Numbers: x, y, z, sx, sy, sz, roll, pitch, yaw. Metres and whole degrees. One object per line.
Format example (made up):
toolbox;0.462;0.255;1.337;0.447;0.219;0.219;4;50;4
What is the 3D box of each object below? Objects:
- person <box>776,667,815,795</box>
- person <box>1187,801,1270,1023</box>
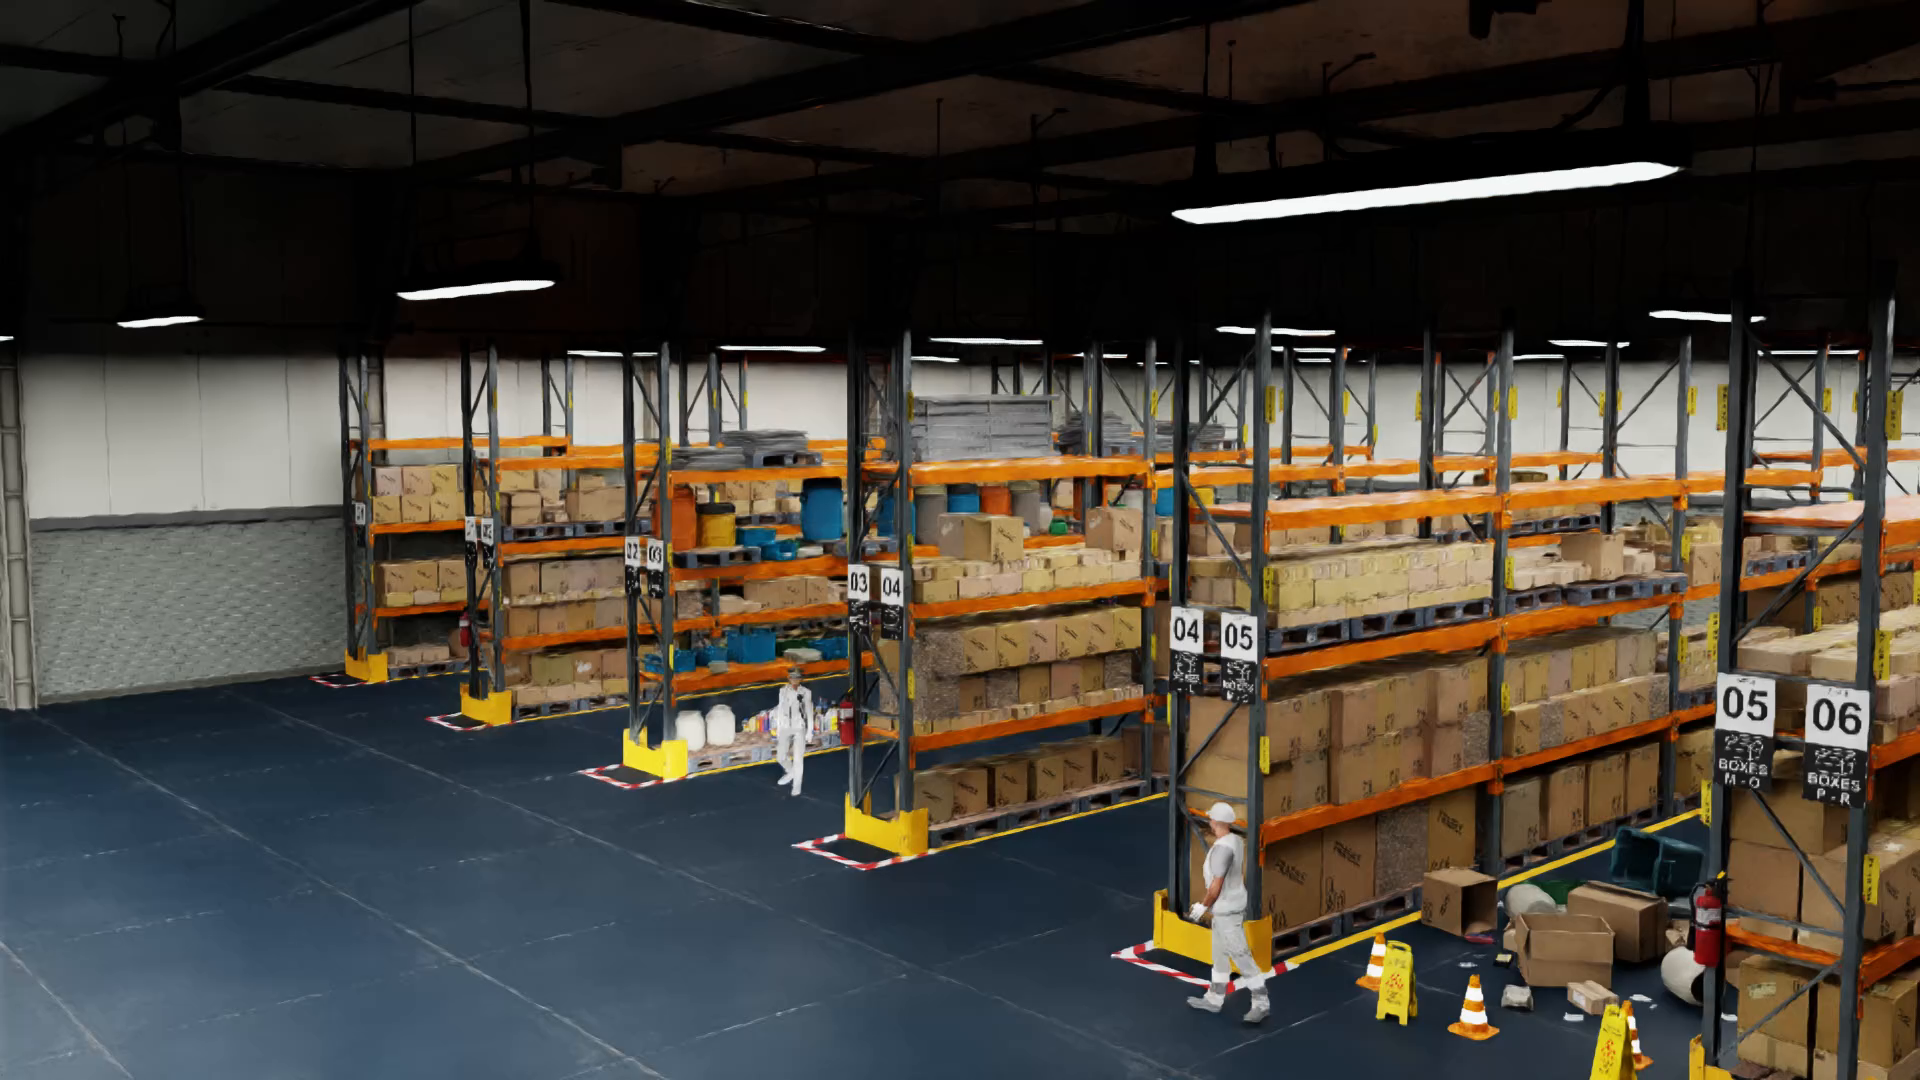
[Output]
person;-2.116;2.423;21.377;0.537;1.670;0.516;1;5;12
person;2.226;3.057;13.743;0.712;1.786;0.551;2;5;17
